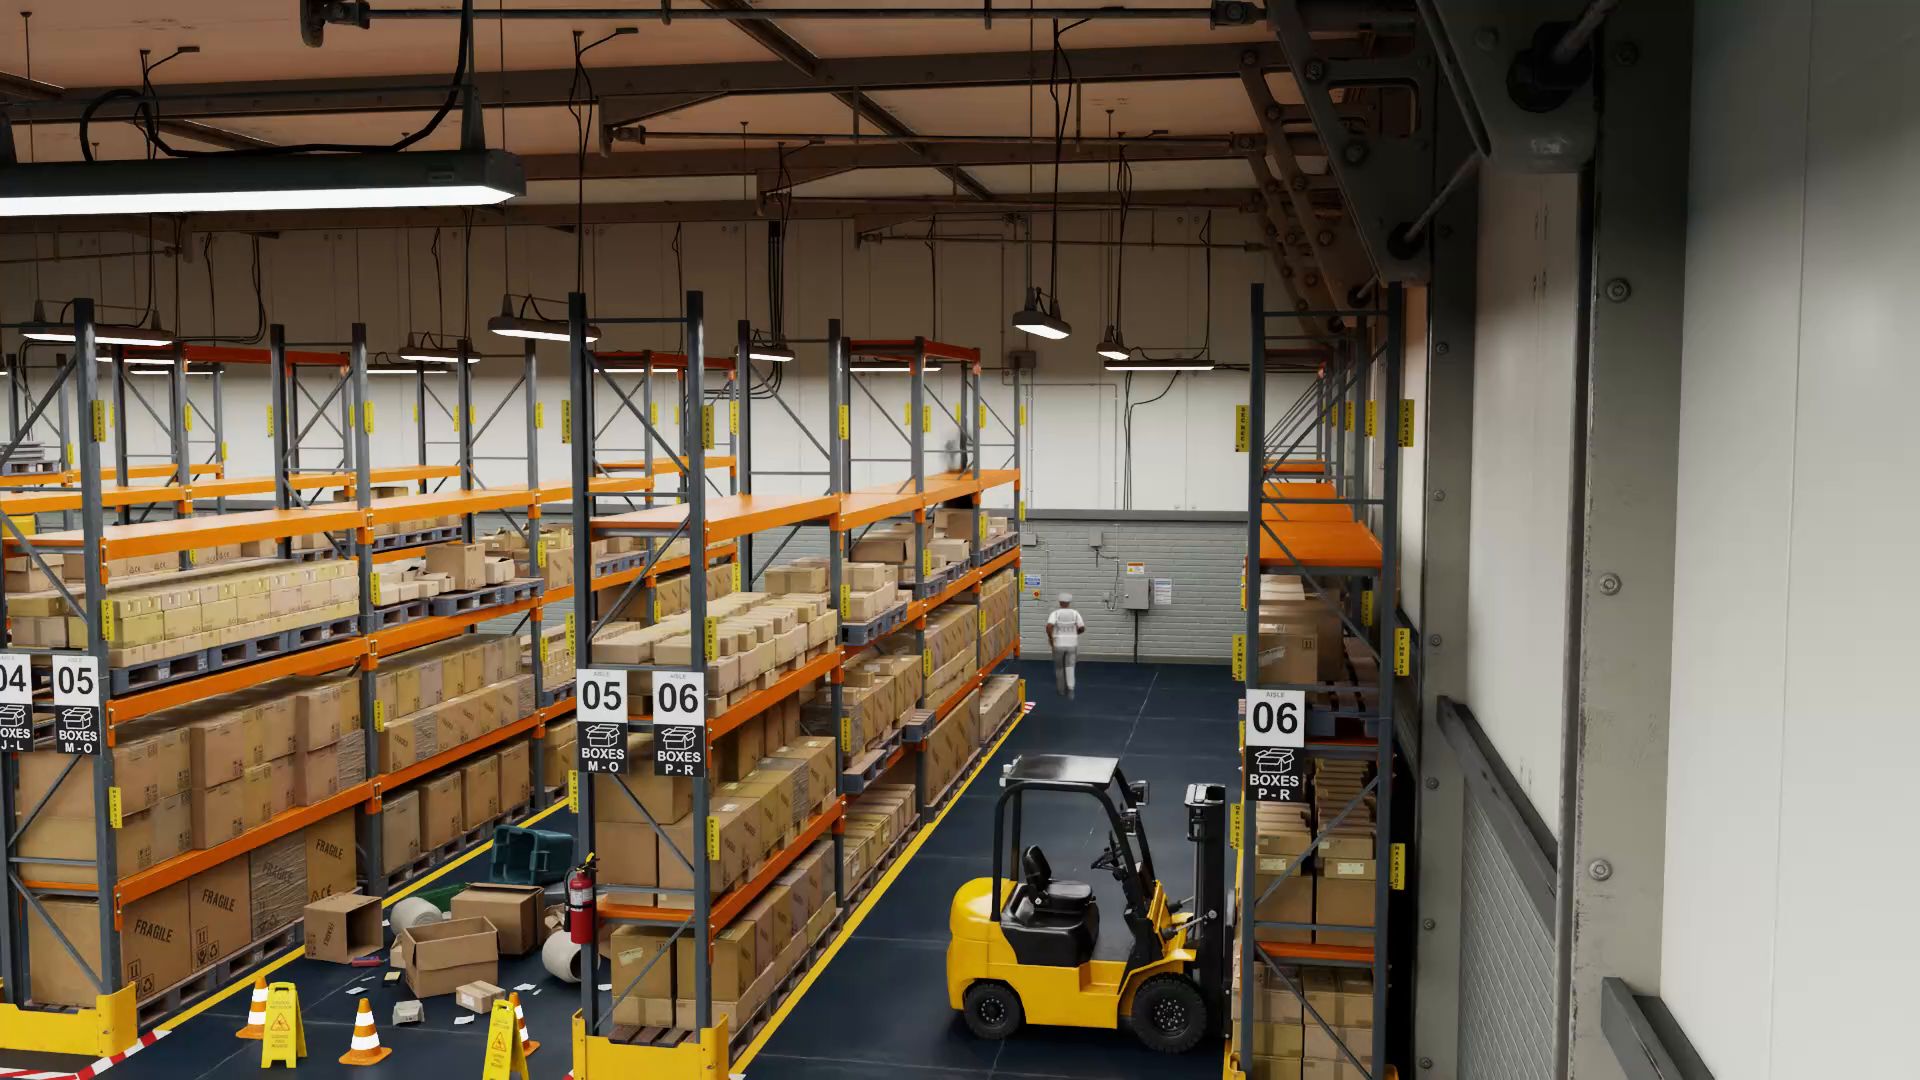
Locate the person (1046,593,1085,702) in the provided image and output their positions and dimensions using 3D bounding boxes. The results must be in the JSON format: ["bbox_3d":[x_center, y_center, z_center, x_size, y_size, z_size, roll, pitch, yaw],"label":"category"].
[{"bbox_3d":[1.739,1.772,27.717,0.658,1.801,0.865,0,5,-3],"label":"person"}]
